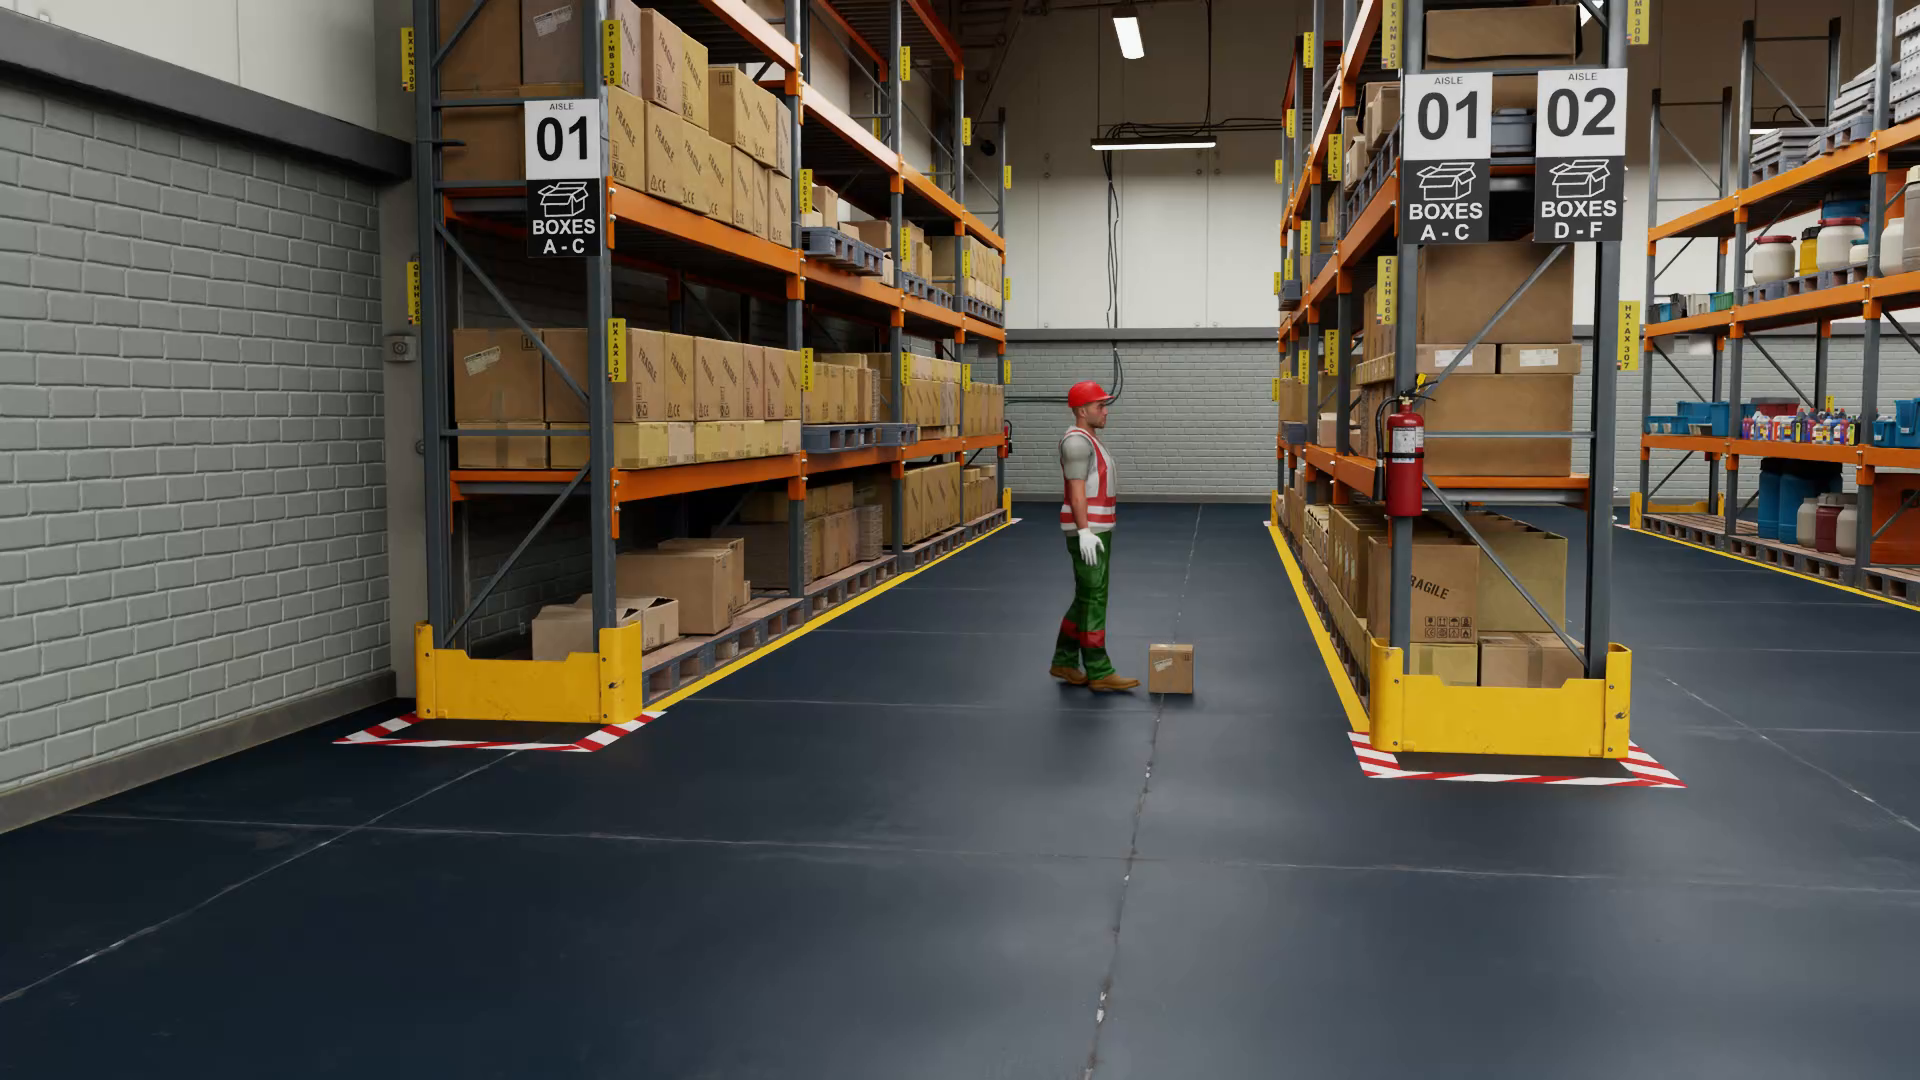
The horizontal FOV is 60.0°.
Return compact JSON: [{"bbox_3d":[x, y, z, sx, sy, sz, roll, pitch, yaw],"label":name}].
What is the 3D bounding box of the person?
[{"bbox_3d":[0.778,-0.024,9.696,0.579,1.800,0.569,1,5,14],"label":"person"}]
